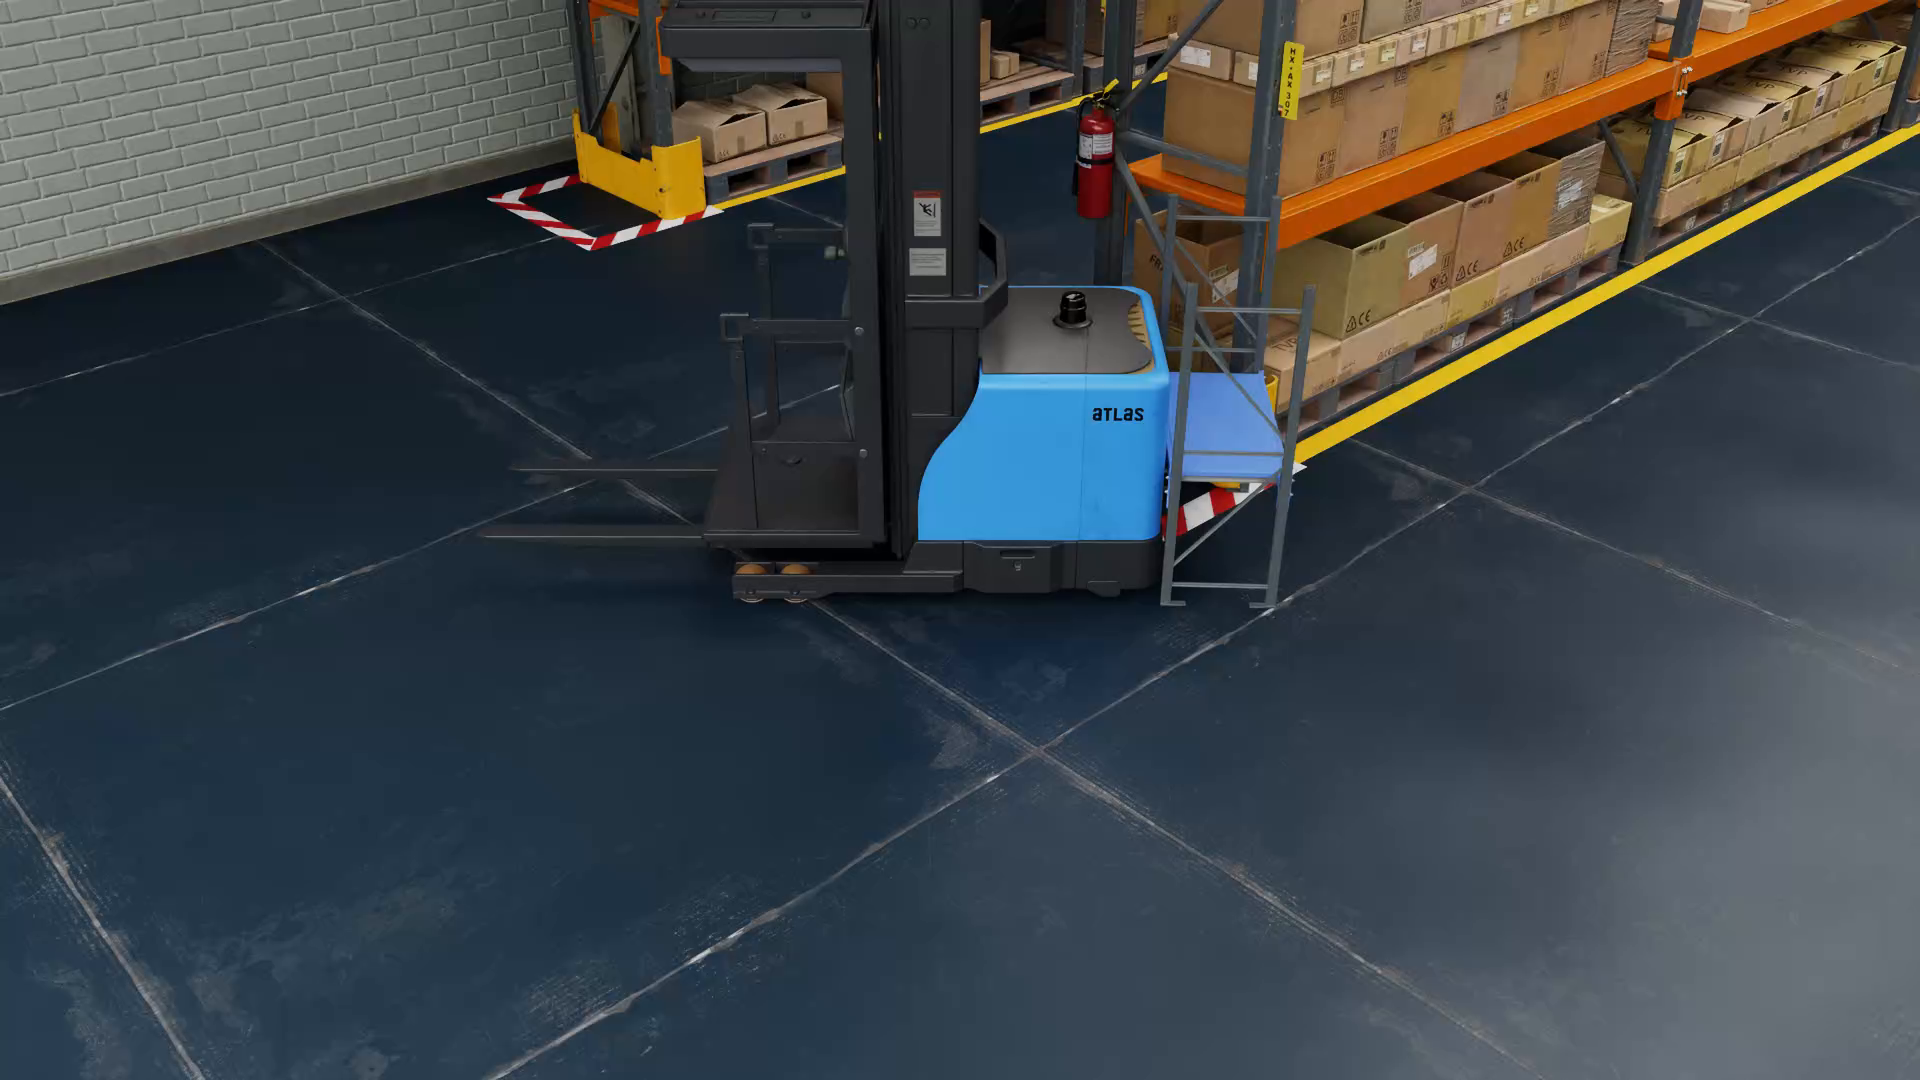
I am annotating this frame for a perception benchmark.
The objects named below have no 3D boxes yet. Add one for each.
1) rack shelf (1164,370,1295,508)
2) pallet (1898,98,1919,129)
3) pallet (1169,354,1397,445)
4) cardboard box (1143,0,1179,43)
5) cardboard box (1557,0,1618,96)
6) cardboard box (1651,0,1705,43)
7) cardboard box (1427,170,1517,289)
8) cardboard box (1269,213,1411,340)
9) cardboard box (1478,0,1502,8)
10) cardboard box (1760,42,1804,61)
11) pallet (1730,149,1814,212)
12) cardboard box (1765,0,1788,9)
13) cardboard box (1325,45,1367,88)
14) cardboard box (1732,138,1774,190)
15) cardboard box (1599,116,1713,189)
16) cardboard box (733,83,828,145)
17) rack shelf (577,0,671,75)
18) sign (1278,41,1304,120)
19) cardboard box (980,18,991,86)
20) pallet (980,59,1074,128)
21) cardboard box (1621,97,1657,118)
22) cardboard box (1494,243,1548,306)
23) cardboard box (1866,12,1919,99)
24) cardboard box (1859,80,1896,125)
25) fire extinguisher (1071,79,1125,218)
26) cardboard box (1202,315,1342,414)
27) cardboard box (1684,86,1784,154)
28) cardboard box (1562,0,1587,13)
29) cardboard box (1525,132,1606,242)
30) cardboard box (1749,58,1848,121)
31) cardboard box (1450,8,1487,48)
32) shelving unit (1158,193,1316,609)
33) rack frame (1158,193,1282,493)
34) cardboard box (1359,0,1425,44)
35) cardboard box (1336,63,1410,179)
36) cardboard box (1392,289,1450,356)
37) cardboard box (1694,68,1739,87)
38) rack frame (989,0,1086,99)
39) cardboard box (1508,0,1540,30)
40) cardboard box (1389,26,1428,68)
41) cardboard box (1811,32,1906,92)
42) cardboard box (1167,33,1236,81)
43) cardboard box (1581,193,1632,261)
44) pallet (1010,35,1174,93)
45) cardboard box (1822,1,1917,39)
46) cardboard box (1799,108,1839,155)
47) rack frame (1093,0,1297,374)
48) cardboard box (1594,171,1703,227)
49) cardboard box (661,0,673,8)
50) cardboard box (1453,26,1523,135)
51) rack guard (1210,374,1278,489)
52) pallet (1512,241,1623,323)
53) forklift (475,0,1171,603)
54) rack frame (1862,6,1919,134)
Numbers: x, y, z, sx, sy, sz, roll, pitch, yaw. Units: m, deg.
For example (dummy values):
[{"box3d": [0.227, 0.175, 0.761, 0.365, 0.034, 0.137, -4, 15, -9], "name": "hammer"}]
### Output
[{"box3d": [1.149, -0.466, 7.415, 0.538, 0.185, 1.000, 1, 31, 1], "name": "rack shelf"}, {"box3d": [7.505, -3.706, 13.609, 1.213, 0.211, 1.003, -26, 40, -35], "name": "pallet"}, {"box3d": [1.598, -0.906, 9.029, 1.213, 0.211, 1.003, -26, 40, -35], "name": "pallet"}, {"box3d": [1.501, -4.712, 14.554, 0.500, 0.500, 0.700, -27, 40, -36], "name": "cardboard box"}, {"box3d": [3.295, -2.920, 9.554, 0.500, 0.500, 0.700, -26, 40, -36], "name": "cardboard box"}, {"box3d": [4.330, -3.354, 10.504, 0.500, 0.250, 0.500, -23, 38, -33], "name": "cardboard box"}, {"box3d": [2.712, -1.770, 9.284, 0.500, 0.500, 0.500, -26, 40, -35], "name": "cardboard box"}, {"box3d": [1.975, -1.417, 8.707, 0.500, 0.500, 0.500, -26, 40, -35], "name": "cardboard box"}, {"box3d": [2.574, -3.129, 8.652, 0.500, 0.500, 0.700, -26, 40, -35], "name": "cardboard box"}, {"box3d": [5.969, -3.628, 12.503, 0.500, 0.311, 0.500, -27, 40, -37], "name": "cardboard box"}, {"box3d": [5.407, -2.748, 12.042, 1.213, 0.211, 1.003, -26, 40, -35], "name": "pallet"}, {"box3d": [5.327, -3.900, 11.157, 0.500, 0.500, 0.500, -26, 40, -35], "name": "cardboard box"}, {"box3d": [1.692, -2.279, 7.884, 0.250, 0.149, 0.380, -27, 41, -37], "name": "cardboard box"}, {"box3d": [5.217, -2.647, 11.436, 0.500, 0.250, 0.500, -27, 41, -37], "name": "cardboard box"}, {"box3d": [4.471, -2.523, 10.697, 0.500, 0.311, 0.500, -26, 40, -35], "name": "cardboard box"}, {"box3d": [-1.319, -3.155, 12.191, 0.500, 0.311, 0.500, -22, 38, -32], "name": "cardboard box"}, {"box3d": [-0.839, -4.104, 12.276, 4.000, 0.370, 1.077, -26, 40, -35], "name": "rack shelf"}, {"box3d": [1.439, -1.997, 7.234, 0.005, 0.325, 0.100, -26, 40, -35], "name": "sign"}, {"box3d": [-0.106, -3.858, 13.159, 0.500, 0.500, 0.500, 26, 40, 35], "name": "cardboard box"}, {"box3d": [0.159, -3.679, 13.564, 1.213, 0.211, 1.003, -26, 40, -35], "name": "pallet"}, {"box3d": [4.478, -2.912, 11.333, 0.500, 0.311, 0.500, -25, 39, -34], "name": "cardboard box"}, {"box3d": [3.077, -1.628, 9.771, 0.500, 0.250, 0.500, -26, 40, -35], "name": "cardboard box"}, {"box3d": [7.460, -3.819, 13.094, 0.500, 0.500, 0.500, -24, 39, -34], "name": "cardboard box"}, {"box3d": [6.712, -3.372, 12.622, 0.500, 0.250, 0.500, -25, 39, -34], "name": "cardboard box"}, {"box3d": [0.663, -1.911, 8.074, 0.183, 0.674, 0.296, -26, 40, -35], "name": "fire extinguisher"}, {"box3d": [1.610, -0.919, 8.611, 0.500, 0.250, 0.500, -26, 40, -35], "name": "cardboard box"}, {"box3d": [5.220, -2.883, 11.285, 0.500, 0.311, 0.500, -27, 41, -37], "name": "cardboard box"}, {"box3d": [3.198, -3.008, 9.075, 0.250, 0.149, 0.380, -26, 40, -36], "name": "cardboard box"}, {"box3d": [3.433, -2.132, 9.875, 0.500, 0.500, 0.500, -26, 40, -35], "name": "cardboard box"}, {"box3d": [5.967, -3.246, 11.879, 0.500, 0.311, 0.500, -26, 40, -36], "name": "cardboard box"}, {"box3d": [2.443, -2.642, 8.477, 0.250, 0.149, 0.380, -26, 40, -36], "name": "cardboard box"}, {"box3d": [1.150, -0.620, 7.321, 0.538, 1.500, 1.048, 1, 31, 1], "name": "shelving unit"}, {"box3d": [1.168, -0.885, 7.755, 0.500, 1.500, 0.032, 1, 31, 1], "name": "rack frame"}, {"box3d": [1.837, -2.772, 8.069, 0.500, 0.500, 0.700, -27, 41, -37], "name": "cardboard box"}, {"box3d": [1.798, -2.199, 8.376, 0.500, 0.500, 0.700, -25, 39, -34], "name": "cardboard box"}, {"box3d": [2.341, -1.275, 9.193, 0.500, 0.250, 0.500, -26, 40, -35], "name": "cardboard box"}, {"box3d": [5.217, -3.265, 11.910, 0.500, 0.311, 0.500, -26, 40, -36], "name": "cardboard box"}, {"box3d": [0.628, -5.120, 13.248, 0.127, 3.000, 1.000, -26, 40, -35], "name": "rack frame"}, {"box3d": [2.820, -2.823, 8.773, 0.250, 0.149, 0.380, -24, 39, -34], "name": "cardboard box"}, {"box3d": [2.062, -2.455, 8.173, 0.250, 0.149, 0.380, -27, 40, -36], "name": "cardboard box"}, {"box3d": [6.715, -3.611, 12.475, 0.500, 0.311, 0.500, -25, 39, -34], "name": "cardboard box"}, {"box3d": [1.216, -2.336, 7.977, 0.250, 0.149, 0.380, -27, 40, -36], "name": "cardboard box"}, {"box3d": [3.807, -1.985, 10.354, 0.500, 0.250, 0.500, -26, 40, -35], "name": "cardboard box"}, {"box3d": [1.198, -4.207, 14.428, 1.213, 0.211, 1.003, -26, 40, -35], "name": "pallet"}, {"box3d": [7.458, -4.188, 13.699, 0.500, 0.500, 0.500, -24, 39, -34], "name": "cardboard box"}, {"box3d": [5.966, -3.010, 12.031, 0.500, 0.250, 0.500, -25, 39, -34], "name": "cardboard box"}, {"box3d": [1.066, -1.808, 7.831, 0.127, 3.000, 1.000, -26, 40, -35], "name": "rack frame"}, {"box3d": [4.463, -2.281, 10.838, 0.500, 0.250, 0.500, -27, 40, -37], "name": "cardboard box"}, {"box3d": [-1.732, -3.698, 11.046, 0.500, 0.250, 0.500, -27, 41, -37], "name": "cardboard box"}, {"box3d": [2.550, -2.561, 8.968, 0.500, 0.500, 0.700, -24, 39, -34], "name": "cardboard box"}, {"box3d": [1.048, -0.733, 8.469, 0.348, 0.500, 1.175, -26, 40, -35], "name": "rack guard"}, {"box3d": [3.387, -1.771, 10.444, 1.213, 0.211, 1.003, -26, 40, -35], "name": "pallet"}, {"box3d": [-0.631, -1.252, 6.987, 3.031, 2.935, 1.130, 0, 31, 0], "name": "forklift"}, {"box3d": [6.932, -4.646, 12.472, 0.127, 3.000, 1.000, -26, 40, -35], "name": "rack frame"}]
